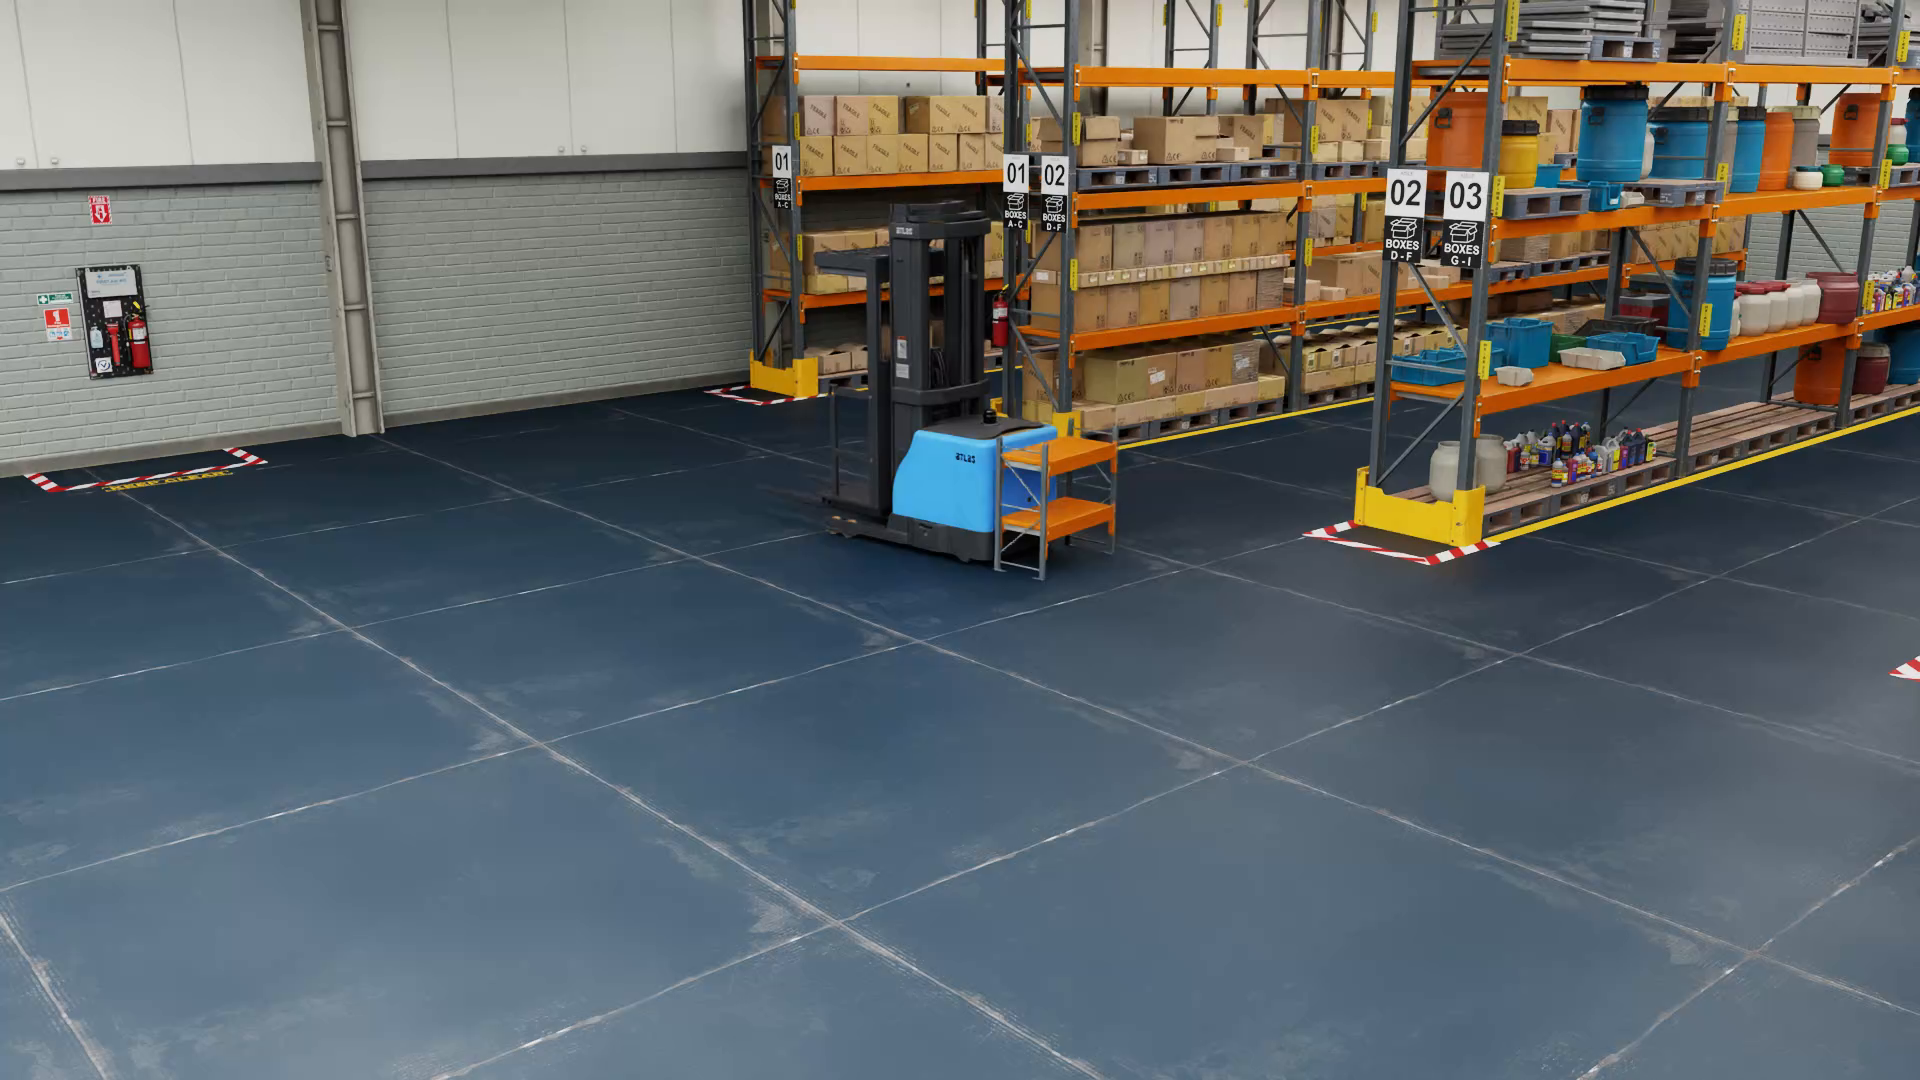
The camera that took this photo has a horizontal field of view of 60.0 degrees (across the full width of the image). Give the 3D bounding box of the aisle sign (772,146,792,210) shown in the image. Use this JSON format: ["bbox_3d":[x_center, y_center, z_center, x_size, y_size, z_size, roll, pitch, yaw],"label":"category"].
[{"bbox_3d":[-2.265,-4.616,21.182,0.004,0.787,0.394,-13,19,-39],"label":"aisle sign"}]

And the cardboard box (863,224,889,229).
[{"bbox_3d":[-1.038,-4.109,23.118,0.500,0.500,0.500,-12,19,-39],"label":"cardboard box"}]

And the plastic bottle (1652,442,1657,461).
[{"bbox_3d":[7.044,-0.918,16.945,0.097,0.201,0.097,0,15,0],"label":"plastic bottle"}]

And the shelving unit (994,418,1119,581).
[{"bbox_3d":[0.812,-0.359,13.902,0.538,1.125,1.048,12,19,37],"label":"shelving unit"}]

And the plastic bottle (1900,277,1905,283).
[{"bbox_3d":[12.369,-3.352,21.870,0.097,0.201,0.097,0,15,0],"label":"plastic bottle"}]

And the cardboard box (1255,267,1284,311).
[{"bbox_3d":[3.534,-3.117,20.412,0.500,0.500,0.700,-13,20,-41],"label":"cardboard box"}]

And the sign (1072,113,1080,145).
[{"bbox_3d":[1.207,-4.268,17.255,0.005,0.325,0.100,-13,19,-39],"label":"sign"}]

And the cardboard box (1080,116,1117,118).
[{"bbox_3d":[2.005,-6.095,24.935,0.500,0.500,0.500,-14,20,-41],"label":"cardboard box"}]

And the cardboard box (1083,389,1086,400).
[{"bbox_3d":[1.427,-1.577,19.356,0.500,0.250,0.500,-13,19,-39],"label":"cardboard box"}]

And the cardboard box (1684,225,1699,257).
[{"bbox_3d":[11.609,-4.840,26.862,0.500,0.500,0.500,-13,20,-40],"label":"cardboard box"}]

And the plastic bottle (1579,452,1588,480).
[{"bbox_3d":[6.002,-0.718,16.060,0.097,0.271,0.097,0,15,0],"label":"plastic bottle"}]

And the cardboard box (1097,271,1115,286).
[{"bbox_3d":[1.482,-2.899,18.339,0.250,0.149,0.380,-13,20,-41],"label":"cardboard box"}]

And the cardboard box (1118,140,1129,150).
[{"bbox_3d":[1.543,-4.361,18.656,0.500,0.250,0.500,-13,19,-39],"label":"cardboard box"}]

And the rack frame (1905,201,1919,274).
[{"bbox_3d":[13.148,-3.535,22.172,0.127,3.000,1.000,-13,19,-39],"label":"rack frame"}]

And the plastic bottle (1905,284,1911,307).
[{"bbox_3d":[11.646,-3.016,20.476,0.097,0.271,0.097,0,15,0],"label":"plastic bottle"}]

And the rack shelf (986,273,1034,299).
[{"bbox_3d":[2.119,-4.100,25.680,4.000,0.370,1.077,-13,19,-39],"label":"rack shelf"}]

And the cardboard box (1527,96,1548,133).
[{"bbox_3d":[7.985,-6.048,23.637,0.500,0.500,0.500,-13,19,-39],"label":"cardboard box"}]

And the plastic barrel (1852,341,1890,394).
[{"bbox_3d":[11.341,-2.173,20.931,0.708,0.588,0.600,-13,19,-39],"label":"plastic barrel"}]

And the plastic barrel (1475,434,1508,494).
[{"bbox_3d":[4.920,-0.714,15.619,0.421,0.512,0.421,0,15,0],"label":"plastic barrel"}]

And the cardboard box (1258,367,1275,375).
[{"bbox_3d":[3.987,-2.146,21.486,0.500,0.250,0.500,-13,20,-40],"label":"cardboard box"}]

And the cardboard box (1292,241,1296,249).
[{"bbox_3d":[5.589,-5.033,28.228,0.250,0.149,0.380,-13,20,-41],"label":"cardboard box"}]

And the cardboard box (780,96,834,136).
[{"bbox_3d":[-1.958,-5.439,21.318,0.500,0.500,0.500,14,21,43],"label":"cardboard box"}]

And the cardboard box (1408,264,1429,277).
[{"bbox_3d":[6.080,-3.666,22.833,0.500,0.311,0.500,-13,20,-40],"label":"cardboard box"}]

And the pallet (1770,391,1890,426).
[{"bbox_3d":[10.698,-1.652,20.525,1.213,0.211,1.003,-13,19,-39],"label":"pallet"}]

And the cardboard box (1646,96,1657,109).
[{"bbox_3d":[10.241,-6.570,25.591,0.500,0.500,0.700,-13,19,-39],"label":"cardboard box"}]

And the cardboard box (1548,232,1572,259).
[{"bbox_3d":[8.607,-4.440,24.552,0.700,0.500,0.500,10,18,33],"label":"cardboard box"}]

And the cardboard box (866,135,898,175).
[{"bbox_3d":[-1.174,-5.119,22.056,0.500,0.500,0.500,-12,19,-37],"label":"cardboard box"}]

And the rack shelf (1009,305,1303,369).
[{"bbox_3d":[2.356,-2.458,19.535,4.000,0.370,1.077,-13,19,-39],"label":"rack shelf"}]

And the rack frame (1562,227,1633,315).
[{"bbox_3d":[9.900,-4.500,25.784,0.127,3.000,1.000,-13,19,-39],"label":"rack frame"}]

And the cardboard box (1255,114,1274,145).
[{"bbox_3d":[4.747,-6.781,27.464,0.500,0.500,0.700,-11,19,-37],"label":"cardboard box"}]

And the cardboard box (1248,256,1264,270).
[{"bbox_3d":[3.416,-3.332,19.962,0.250,0.149,0.380,-13,20,-41],"label":"cardboard box"}]

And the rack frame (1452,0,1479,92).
[{"bbox_3d":[9.663,-9.040,31.155,0.127,3.000,1.000,-13,19,-39],"label":"rack frame"}]

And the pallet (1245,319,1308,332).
[{"bbox_3d":[5.192,-3.763,28.430,1.213,0.211,1.003,-13,19,-39],"label":"pallet"}]

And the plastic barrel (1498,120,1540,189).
[{"bbox_3d":[4.872,-3.463,14.911,0.600,0.588,0.600,0,15,0],"label":"plastic barrel"}]

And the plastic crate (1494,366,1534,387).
[{"bbox_3d":[4.982,-1.464,14.928,0.250,0.136,0.298,-13,19,-39],"label":"plastic crate"}]

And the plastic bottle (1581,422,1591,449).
[{"bbox_3d":[6.585,-1.106,17.511,0.097,0.271,0.097,0,15,0],"label":"plastic bottle"}]

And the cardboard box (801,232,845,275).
[{"bbox_3d":[-1.850,-3.753,21.786,0.500,0.500,0.500,-13,19,-39],"label":"cardboard box"}]

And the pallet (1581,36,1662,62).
[{"bbox_3d":[5.589,-4.441,15.079,1.213,0.211,1.003,-13,19,-39],"label":"pallet"}]

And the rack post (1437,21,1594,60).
[{"bbox_3d":[4.750,-4.262,14.238,0.954,0.300,0.937,-10,18,-33],"label":"rack post"}]

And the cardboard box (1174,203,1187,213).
[{"bbox_3d":[3.387,-5.296,26.461,0.380,0.149,0.250,13,20,40],"label":"cardboard box"}]

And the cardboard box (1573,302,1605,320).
[{"bbox_3d":[9.715,-3.365,25.528,0.500,0.500,0.500,-13,20,-40],"label":"cardboard box"}]

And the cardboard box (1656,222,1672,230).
[{"bbox_3d":[10.829,-5.144,26.064,0.500,0.500,0.500,-13,20,-41],"label":"cardboard box"}]

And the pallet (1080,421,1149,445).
[{"bbox_3d":[1.396,-1.258,19.049,1.213,0.211,1.003,-13,19,-39],"label":"pallet"}]

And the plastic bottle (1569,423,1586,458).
[{"bbox_3d":[6.327,-1.029,17.069,0.185,0.351,0.144,-13,19,-39],"label":"plastic bottle"}]

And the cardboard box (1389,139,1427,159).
[{"bbox_3d":[5.754,-5.127,21.797,0.500,0.250,0.500,-13,20,-40],"label":"cardboard box"}]

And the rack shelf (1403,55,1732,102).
[{"bbox_3d":[5.605,-4.199,15.200,4.000,0.370,1.077,-13,19,-39],"label":"rack shelf"}]

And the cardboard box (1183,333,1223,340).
[{"bbox_3d":[2.937,-2.278,20.526,0.500,0.500,0.500,-13,19,-39],"label":"cardboard box"}]

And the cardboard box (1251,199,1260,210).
[{"bbox_3d":[4.544,-5.468,27.146,0.500,0.250,0.500,-13,20,-40],"label":"cardboard box"}]

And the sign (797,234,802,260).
[{"bbox_3d":[-2.051,-3.744,21.275,0.005,0.325,0.100,-13,19,-39],"label":"sign"}]

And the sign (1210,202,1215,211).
[{"bbox_3d":[3.991,-5.203,26.327,0.005,0.325,0.100,-13,19,-39],"label":"sign"}]

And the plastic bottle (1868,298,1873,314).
[{"bbox_3d":[10.775,-2.820,19.744,0.097,0.271,0.097,0,15,0],"label":"plastic bottle"}]

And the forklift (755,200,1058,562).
[{"bbox_3d":[-0.589,-1.523,14.770,3.031,2.935,1.130,13,19,39],"label":"forklift"}]

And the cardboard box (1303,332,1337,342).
[{"bbox_3d":[4.748,-2.588,22.054,0.500,0.311,0.500,-13,20,-40],"label":"cardboard box"}]

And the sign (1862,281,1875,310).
[{"bbox_3d":[10.497,-2.830,19.217,0.005,0.325,0.100,-13,19,-39],"label":"sign"}]

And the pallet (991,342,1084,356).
[{"bbox_3d":[1.196,-2.893,25.173,1.213,0.211,1.003,-13,19,-39],"label":"pallet"}]
